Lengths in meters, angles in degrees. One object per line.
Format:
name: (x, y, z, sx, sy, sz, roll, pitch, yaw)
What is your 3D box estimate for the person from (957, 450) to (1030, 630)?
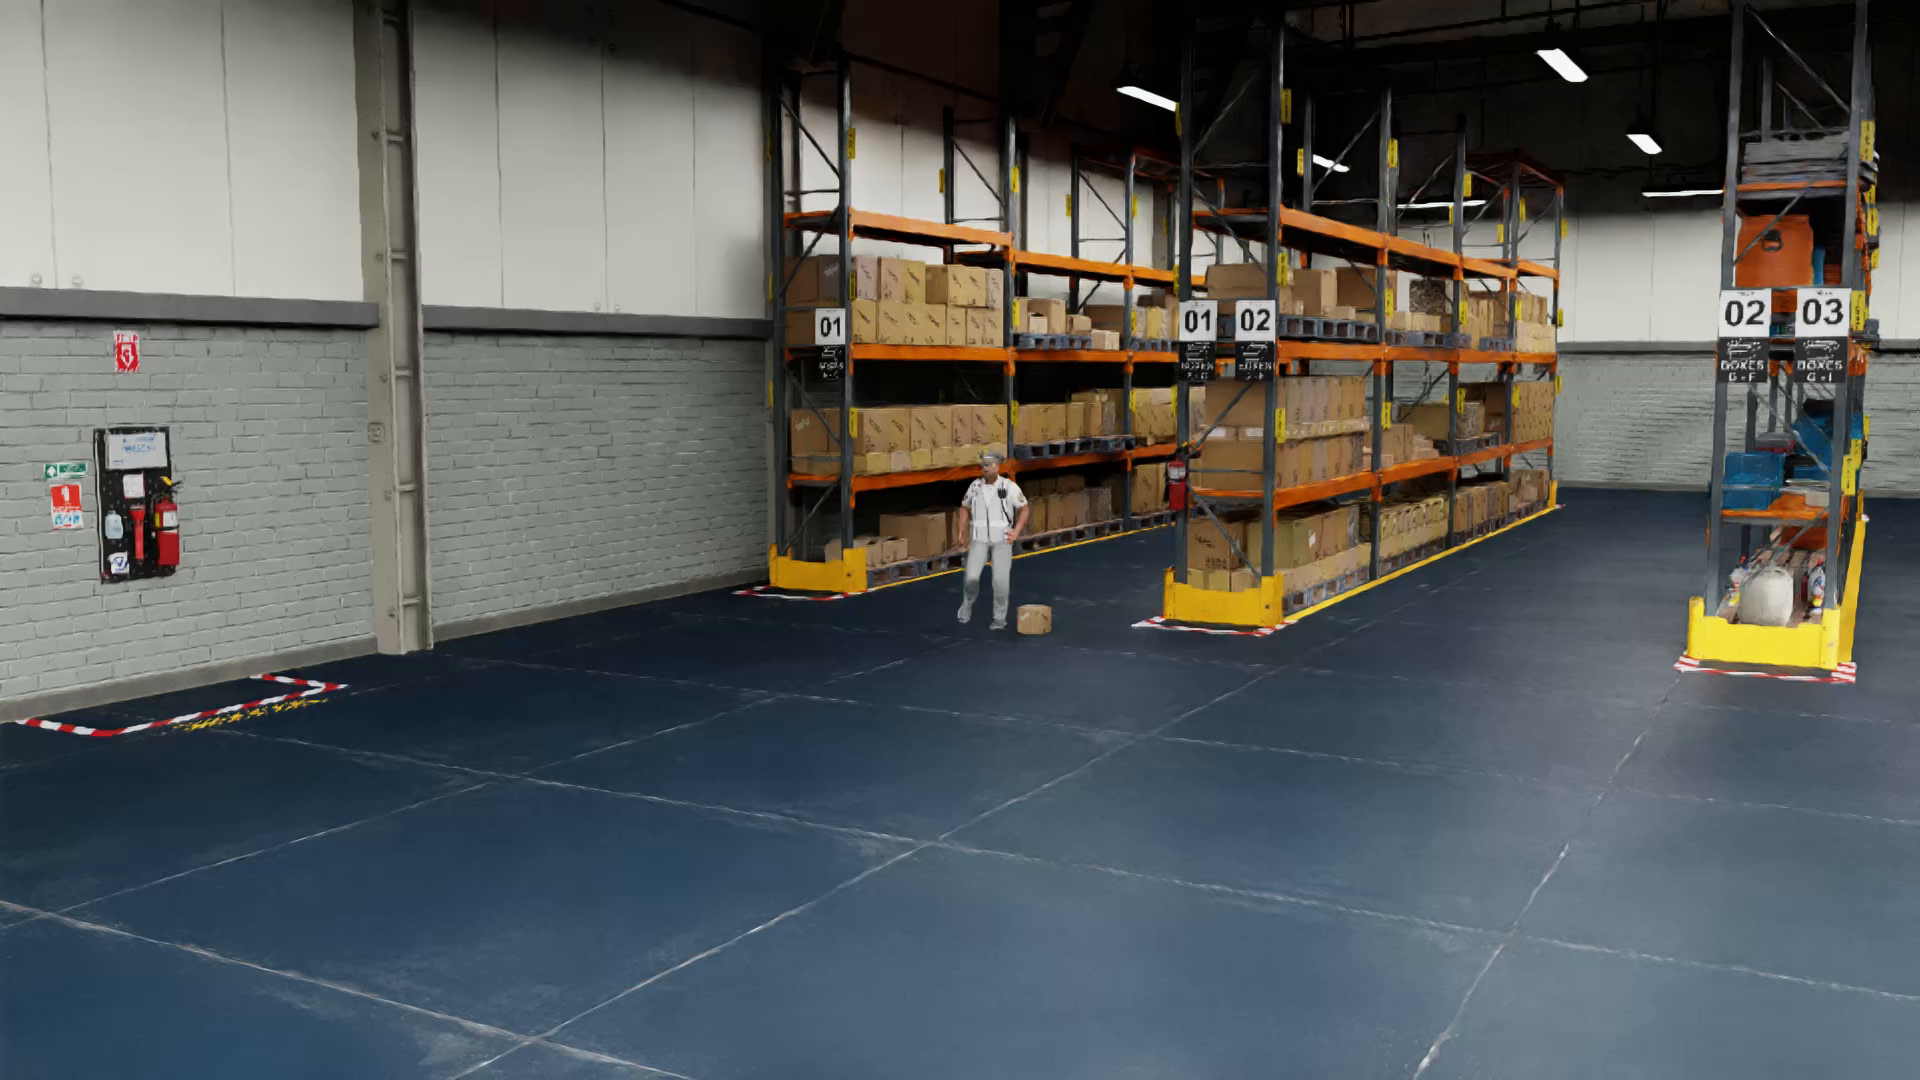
person: (0.316, -0.005, 16.207, 0.714, 1.751, 0.503, 1, 6, 9)
